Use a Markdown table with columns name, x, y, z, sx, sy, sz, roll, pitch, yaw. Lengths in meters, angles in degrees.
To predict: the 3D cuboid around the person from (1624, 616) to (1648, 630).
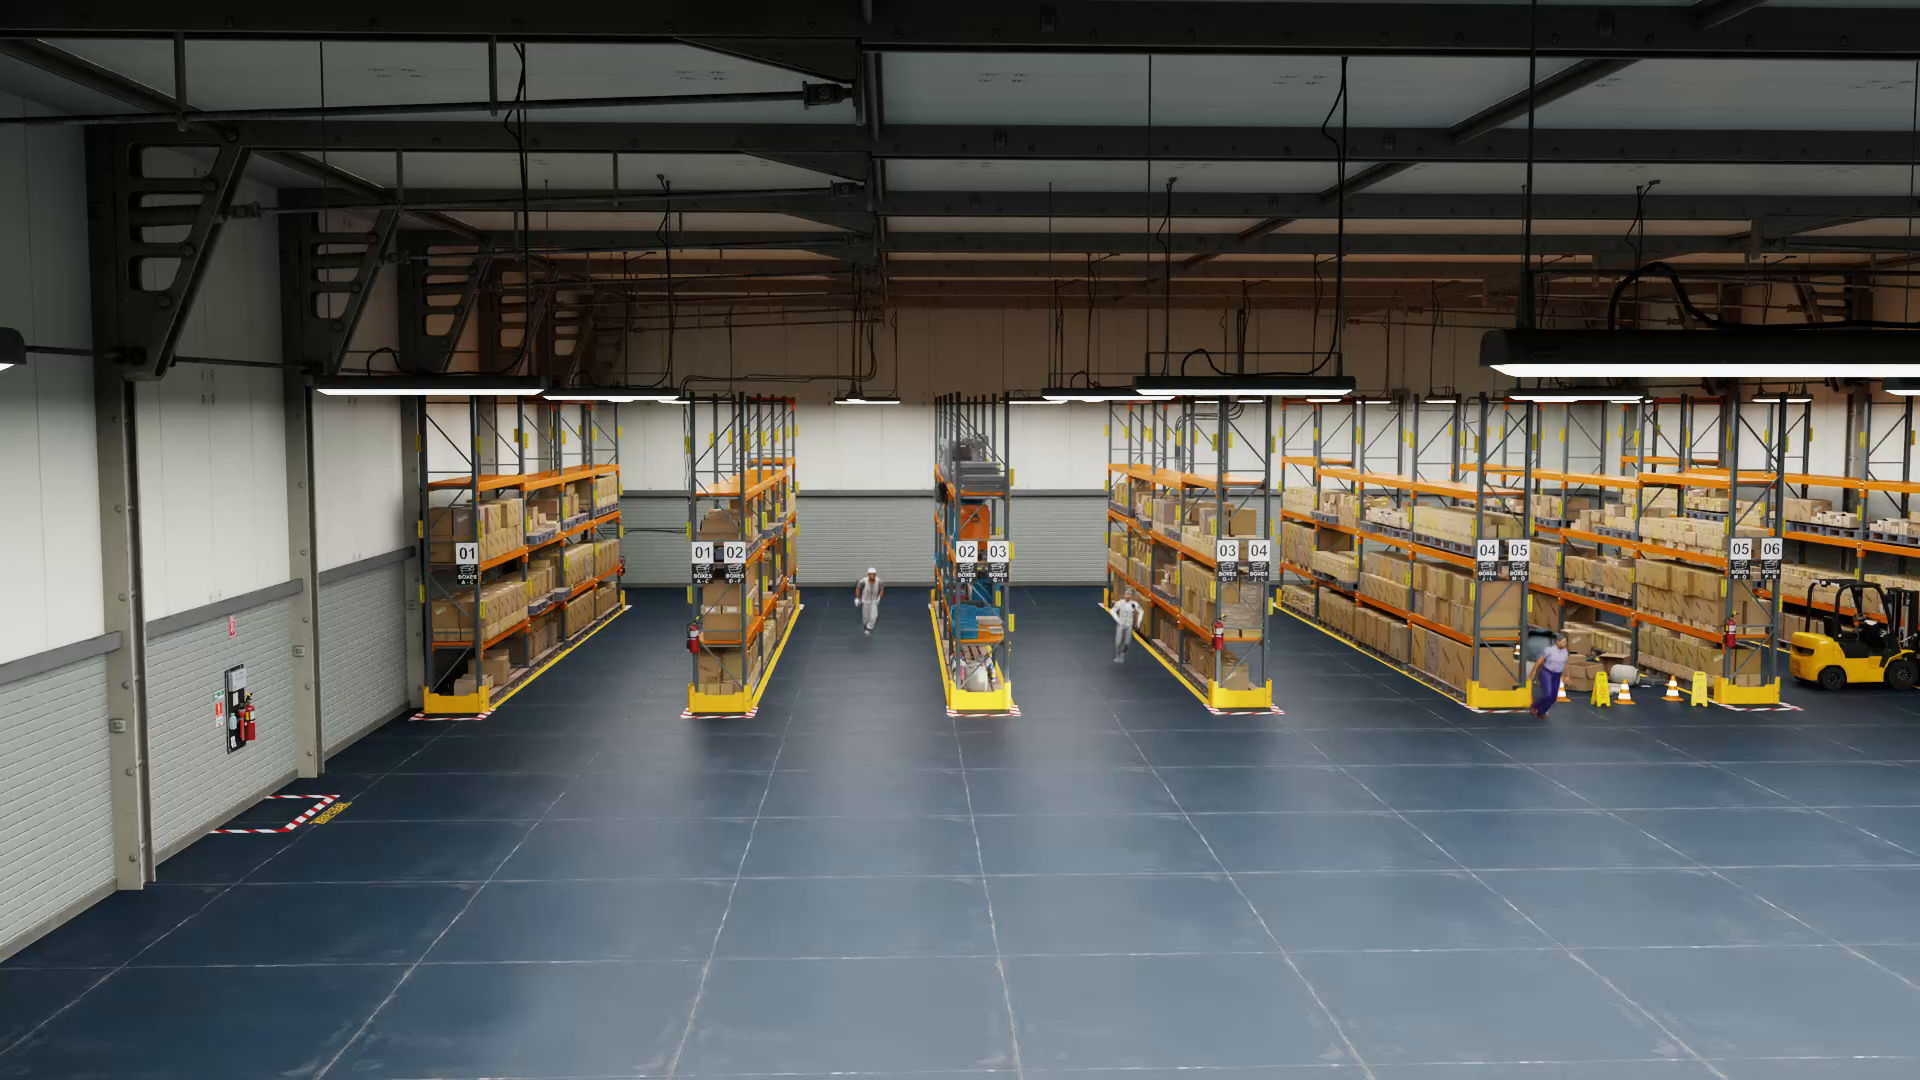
| name | x | y | z | sx | sy | sz | roll | pitch | yaw |
| --- | --- | --- | --- | --- | --- | --- | --- | --- | --- |
| person | 16.944 | 1.522 | 41.658 | 0.700 | 1.756 | 1.063 | -1 | 5 | -10 |

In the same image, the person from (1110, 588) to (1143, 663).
| name | x | y | z | sx | sy | sz | roll | pitch | yaw |
| --- | --- | --- | --- | --- | --- | --- | --- | --- | --- |
| person | 3.546 | 1.819 | 35.355 | 0.719 | 1.627 | 0.483 | 0 | 5 | 4 |

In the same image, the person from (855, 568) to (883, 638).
| name | x | y | z | sx | sy | sz | roll | pitch | yaw |
| --- | --- | --- | --- | --- | --- | --- | --- | --- | --- |
| person | -2.138 | 1.469 | 39.253 | 0.664 | 1.659 | 0.720 | -2 | 5 | -18 |

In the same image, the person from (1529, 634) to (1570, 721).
| name | x | y | z | sx | sy | sz | roll | pitch | yaw |
| --- | --- | --- | --- | --- | --- | --- | --- | --- | --- |
| person | 10.765 | 2.506 | 30.350 | 0.639 | 1.607 | 0.551 | -2 | 5 | -24 |
